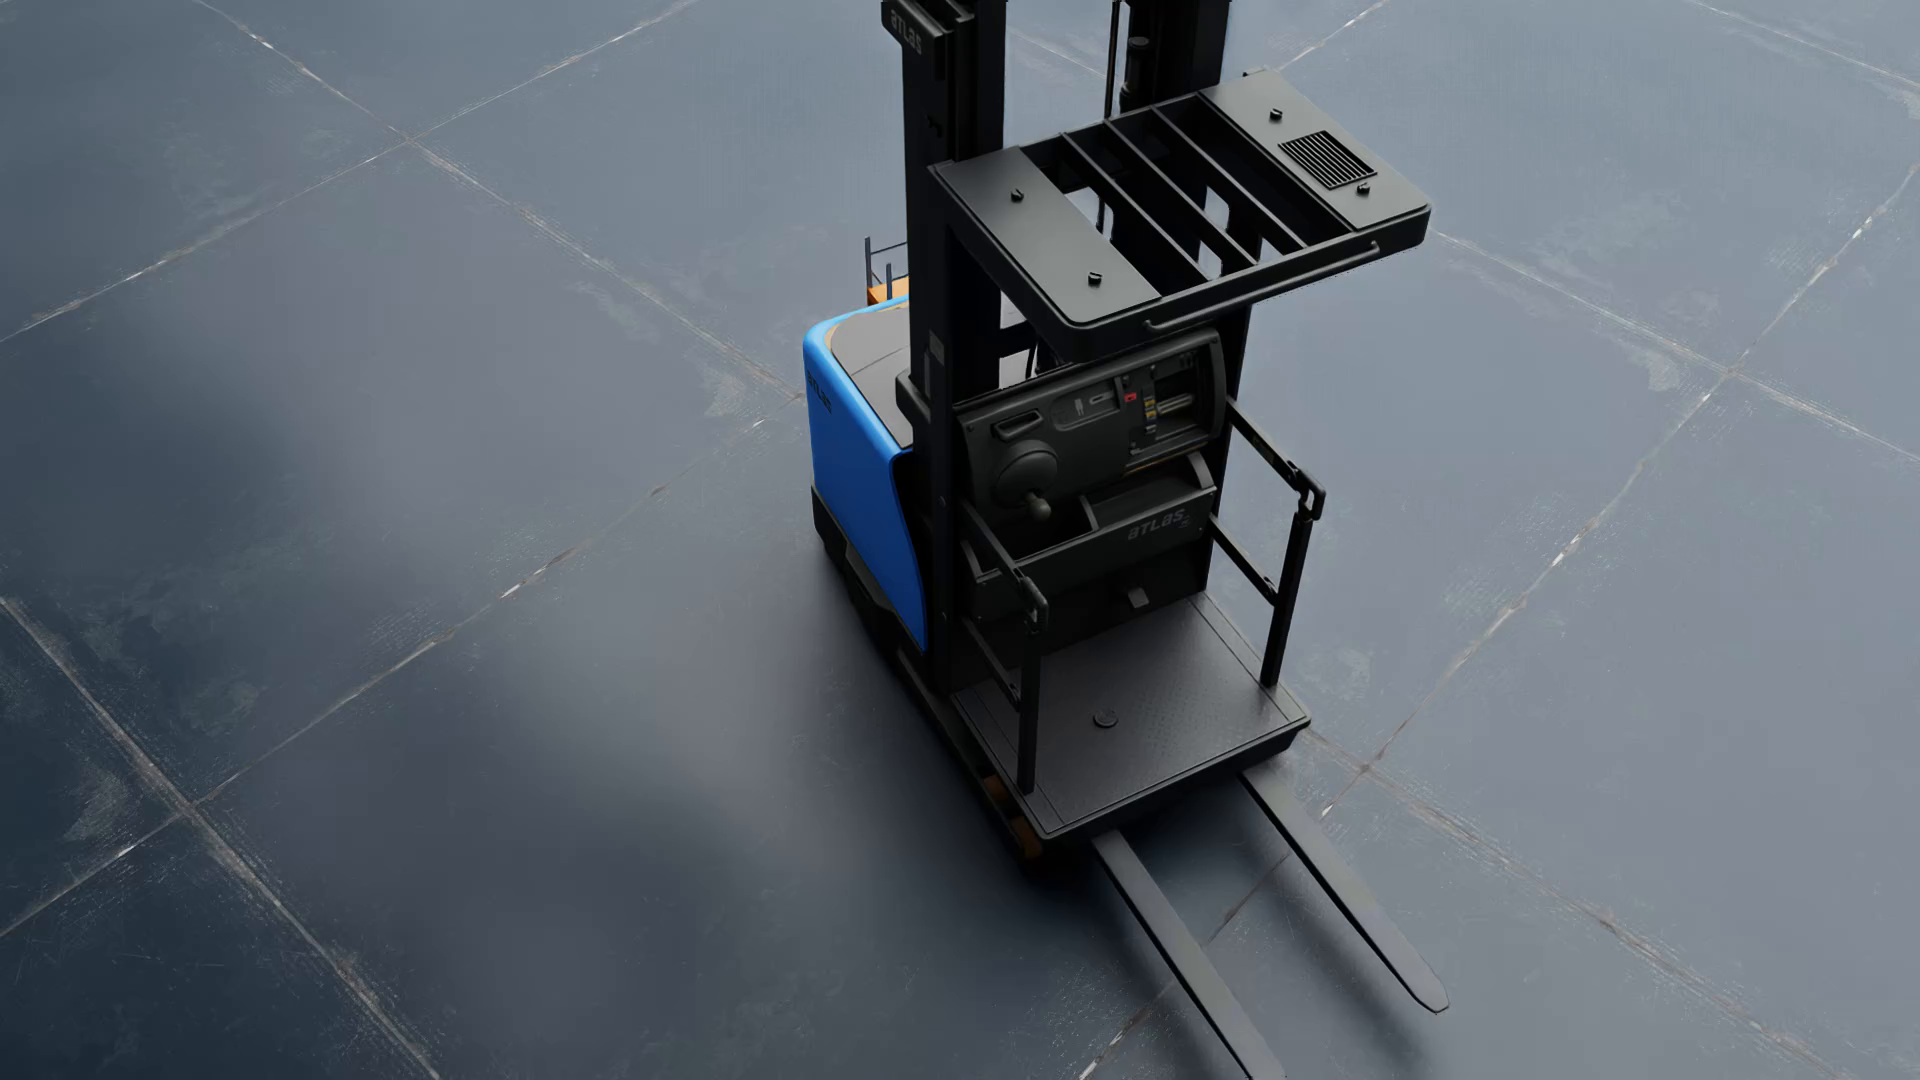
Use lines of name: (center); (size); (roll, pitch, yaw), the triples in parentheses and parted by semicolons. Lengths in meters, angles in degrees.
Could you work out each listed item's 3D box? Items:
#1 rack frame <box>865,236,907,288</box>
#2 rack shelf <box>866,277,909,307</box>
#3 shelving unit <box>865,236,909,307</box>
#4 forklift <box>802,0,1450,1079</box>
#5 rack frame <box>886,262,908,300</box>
rack frame: (-0.253, -0.772, 6.760); (0.240, 1.200, 0.006); (-21, 50, -19)
rack shelf: (-0.211, -0.929, 6.475); (0.258, 0.103, 0.180); (-21, 50, -19)
shelving unit: (-0.211, -0.713, 6.705); (0.258, 1.200, 0.189); (-21, 50, -19)
forklift: (0.533, -0.263, 5.095); (1.130, 2.935, 3.031); (-21, 50, -19)
rack frame: (-0.168, -0.654, 6.650); (0.240, 1.200, 0.006); (-21, 50, -19)
